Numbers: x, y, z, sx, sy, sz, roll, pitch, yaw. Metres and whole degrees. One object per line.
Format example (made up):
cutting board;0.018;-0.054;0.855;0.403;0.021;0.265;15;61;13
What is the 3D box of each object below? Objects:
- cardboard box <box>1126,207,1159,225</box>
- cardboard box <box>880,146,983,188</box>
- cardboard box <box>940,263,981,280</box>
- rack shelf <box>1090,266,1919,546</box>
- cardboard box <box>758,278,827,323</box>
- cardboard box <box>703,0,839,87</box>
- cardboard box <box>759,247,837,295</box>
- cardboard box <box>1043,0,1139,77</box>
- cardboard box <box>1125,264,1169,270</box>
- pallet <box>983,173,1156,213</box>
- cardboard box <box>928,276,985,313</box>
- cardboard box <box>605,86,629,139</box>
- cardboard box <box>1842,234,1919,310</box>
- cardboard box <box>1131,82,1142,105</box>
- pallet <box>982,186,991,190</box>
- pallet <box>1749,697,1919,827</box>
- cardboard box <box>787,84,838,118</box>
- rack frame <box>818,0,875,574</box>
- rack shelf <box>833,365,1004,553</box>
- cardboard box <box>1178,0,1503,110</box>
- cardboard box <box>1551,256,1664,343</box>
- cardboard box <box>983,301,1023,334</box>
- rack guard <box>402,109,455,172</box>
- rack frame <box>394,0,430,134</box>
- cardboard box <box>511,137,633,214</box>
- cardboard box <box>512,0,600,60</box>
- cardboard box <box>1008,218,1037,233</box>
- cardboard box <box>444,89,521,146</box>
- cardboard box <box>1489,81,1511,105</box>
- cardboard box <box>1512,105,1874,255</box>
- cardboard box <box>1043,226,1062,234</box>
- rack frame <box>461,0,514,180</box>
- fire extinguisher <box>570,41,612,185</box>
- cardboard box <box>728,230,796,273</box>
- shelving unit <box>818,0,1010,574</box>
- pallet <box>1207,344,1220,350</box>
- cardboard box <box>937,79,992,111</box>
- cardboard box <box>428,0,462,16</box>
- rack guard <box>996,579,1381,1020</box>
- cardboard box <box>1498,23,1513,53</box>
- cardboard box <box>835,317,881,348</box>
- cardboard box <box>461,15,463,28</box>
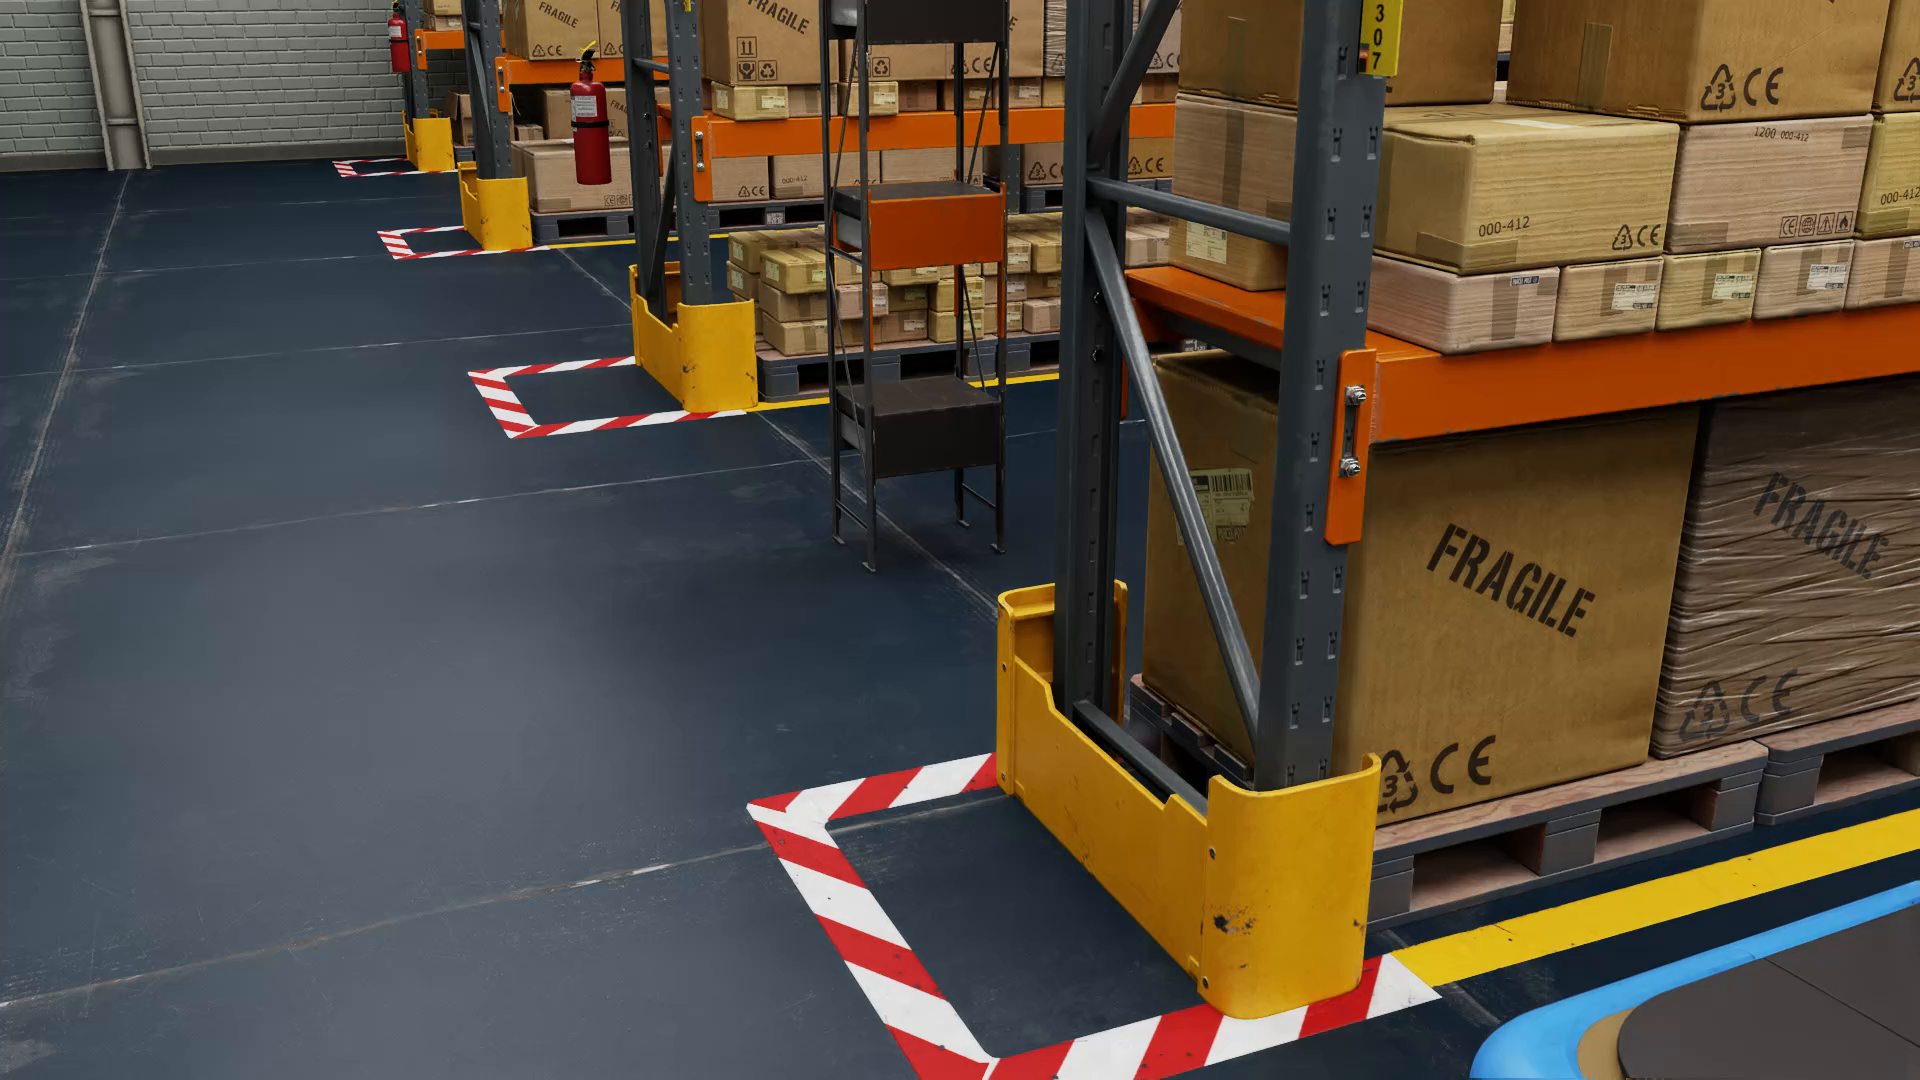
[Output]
cardboard box;0.901;-1.744;9.225;0.250;0.149;0.380;-8;21;-21
cardboard box;-0.387;-3.145;13.663;0.875;0.438;0.875;-8;21;-23
cardboard box;-0.090;-1.407;8.266;0.250;0.149;0.380;-9;21;-25
rack shelf;2.321;-0.581;4.238;4.000;0.370;1.077;-8;21;-22
cardboard box;-0.805;-1.167;8.032;0.250;0.149;0.380;-7;21;-20
cardboard box;-0.866;-2.345;7.567;0.500;0.500;0.500;-7;21;-19
cardboard box;-0.772;-1.282;7.911;0.250;0.149;0.380;-9;21;-24
cardboard box;0.536;-2.553;8.157;0.500;0.500;0.500;-9;21;-23
cardboard box;0.890;-1.413;8.730;0.250;0.149;0.380;-9;21;-24
pallet;0.910;-3.014;14.265;1.213;0.211;1.003;-8;21;-22
cardboard box;-0.063;-1.246;8.256;0.250;0.149;0.380;-7;21;-20
cardboard box;-3.486;-4.402;17.140;0.500;0.500;0.500;-8;21;-21
cardboard box;1.884;-0.620;3.645;0.250;0.149;0.380;-9;21;-23
cardboard box;0.709;-2.254;8.285;0.250;0.149;0.380;-8;21;-21
pallet;-0.498;-2.814;13.695;1.213;0.211;1.003;-8;21;-22
pallet;2.306;0.370;4.653;1.213;0.211;1.003;-8;21;-22
cardboard box;-0.743;-2.053;7.714;0.250;0.149;0.380;-7;21;-20
rack frame;-0.376;-0.937;5.520;0.015;2.100;0.400;-8;21;-22
rack shelf;-0.152;-0.295;5.848;0.480;0.518;0.431;-8;21;-22
cardboard box;0.827;-1.224;3.632;0.500;0.500;0.500;-8;21;-21
cardboard box;1.176;-0.519;3.357;0.250;0.149;0.380;-8;21;-23
cardboard box;0.128;-1.164;8.473;0.250;0.149;0.380;-8;21;-22
rack guard;-5.341;-4.023;16.695;0.348;0.500;1.175;-8;21;-22
rack frame;-5.411;-5.192;16.252;0.127;3.000;1.000;-8;21;-22
cardboard box;-2.875;-2.786;12.643;0.875;0.438;0.875;-9;21;-24
cardboard box;-2.887;-3.702;11.868;0.500;0.500;0.500;-8;21;-22
cardboard box;0.212;-1.620;8.871;0.250;0.149;0.380;-9;21;-24
cardboard box;-4.812;-4.264;16.743;0.637;0.503;0.797;-9;21;-24
cardboard box;1.290;-0.938;3.947;0.500;0.250;0.500;-9;21;-23
cardboard box;1.506;-0.778;3.492;0.500;0.250;0.500;-8;21;-23
cardboard box;0.621;-1.523;8.597;0.250;0.149;0.380;-8;21;-22
rack frame;-3.441;-3.679;11.954;0.127;3.000;1.000;-8;21;-22
fire extinguisher;-1.802;-2.078;8.085;0.183;0.674;0.296;-8;21;-22
cardboard box;-1.002;-1.464;8.427;0.250;0.149;0.380;-8;21;-21
shelving unit;-0.152;-0.969;5.611;0.503;2.100;0.431;-8;21;-22
pallet;1.682;-1.295;9.381;1.213;0.211;1.003;-8;21;-22
cardboard box;-0.032;-2.176;8.064;0.250;0.149;0.380;-8;21;-22
cardboard box;-4.887;-5.239;16.163;0.500;0.250;0.500;-8;21;-22
rack guard;0.462;0.525;3.777;0.348;0.500;1.175;-8;21;-22
cardboard box;2.829;-2.700;8.920;0.250;0.149;0.380;-9;21;-25
cardboard box;-0.572;-1.067;8.196;0.250;0.149;0.380;-8;21;-22
cardboard box;-4.785;-5.081;16.314;0.250;0.149;0.380;-8;21;-21
